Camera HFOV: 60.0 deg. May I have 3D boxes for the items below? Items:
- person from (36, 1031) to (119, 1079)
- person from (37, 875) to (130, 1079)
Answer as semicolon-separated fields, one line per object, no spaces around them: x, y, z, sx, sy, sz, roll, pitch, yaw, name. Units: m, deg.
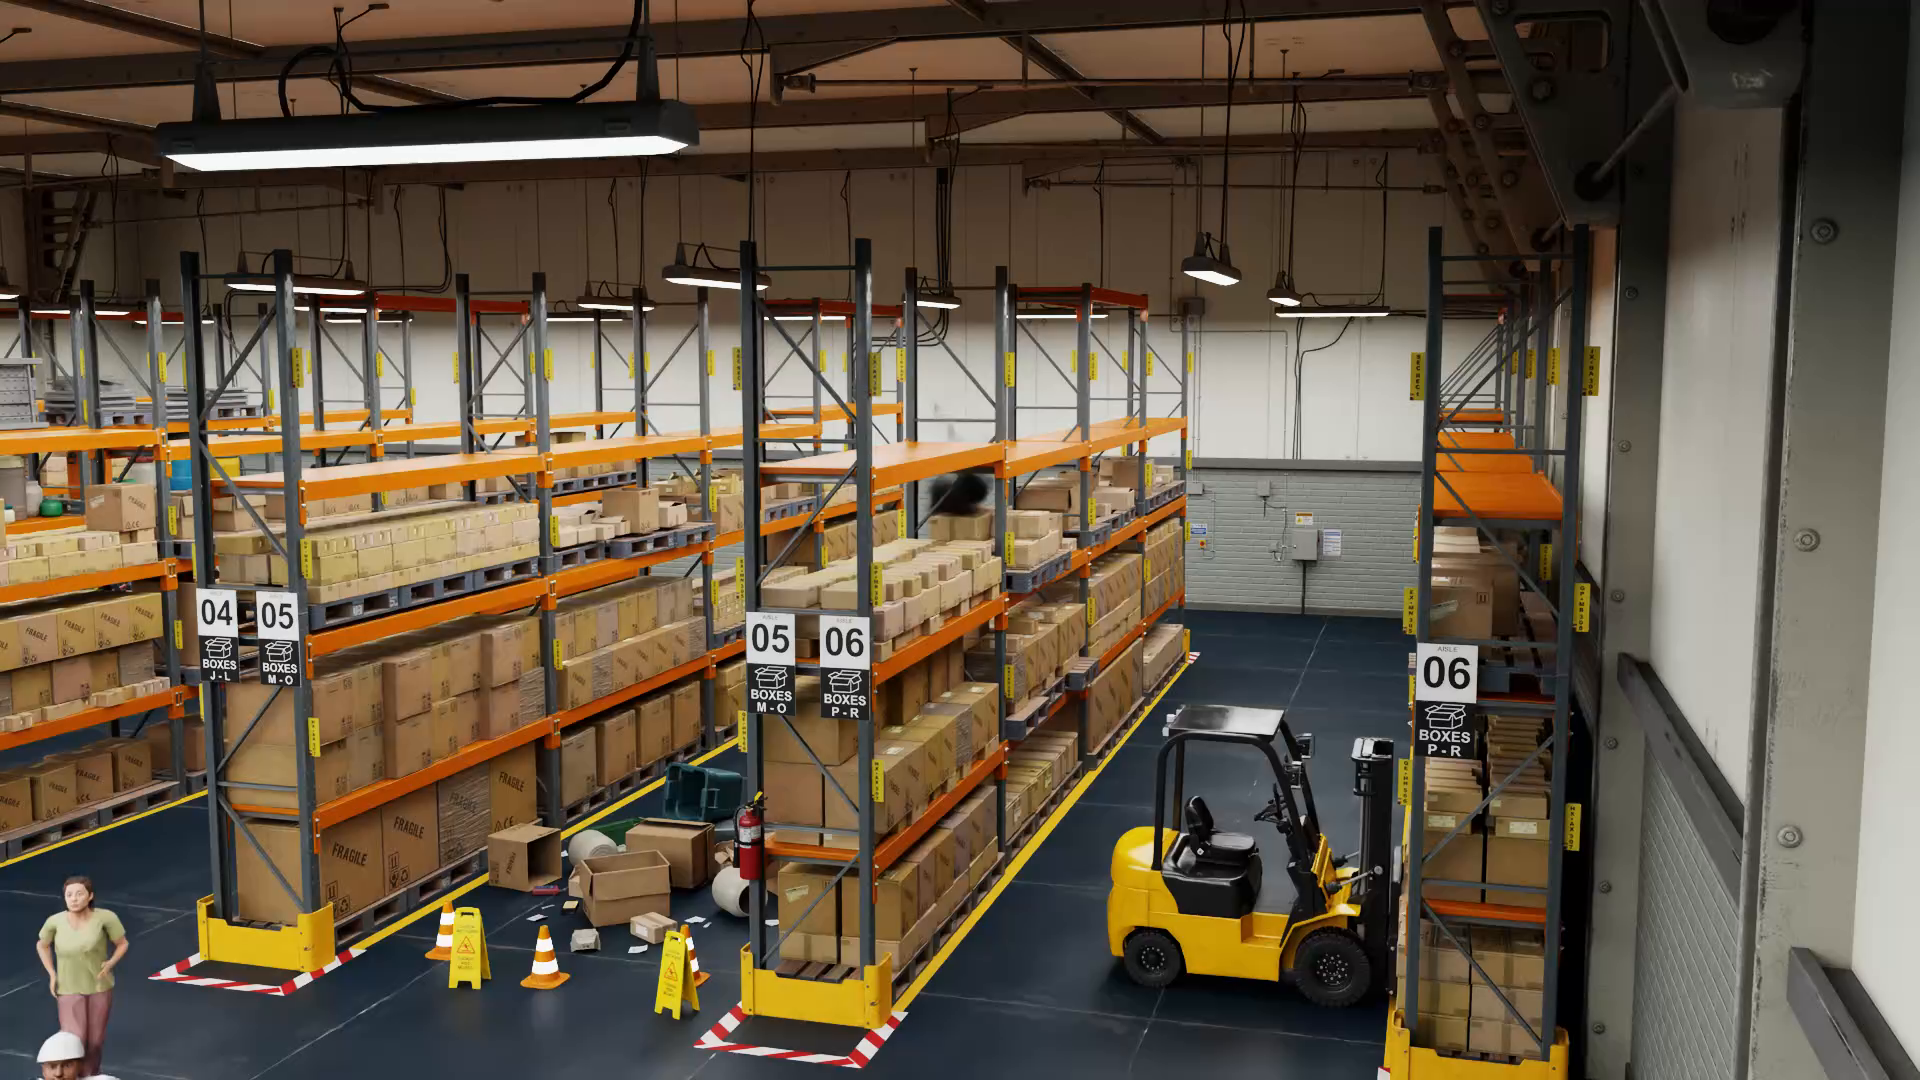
-4.465;3.357;8.393;0.661;1.842;0.796;-3;7;-27;person
-5.960;3.090;11.335;0.565;1.637;0.538;-3;7;-27;person
